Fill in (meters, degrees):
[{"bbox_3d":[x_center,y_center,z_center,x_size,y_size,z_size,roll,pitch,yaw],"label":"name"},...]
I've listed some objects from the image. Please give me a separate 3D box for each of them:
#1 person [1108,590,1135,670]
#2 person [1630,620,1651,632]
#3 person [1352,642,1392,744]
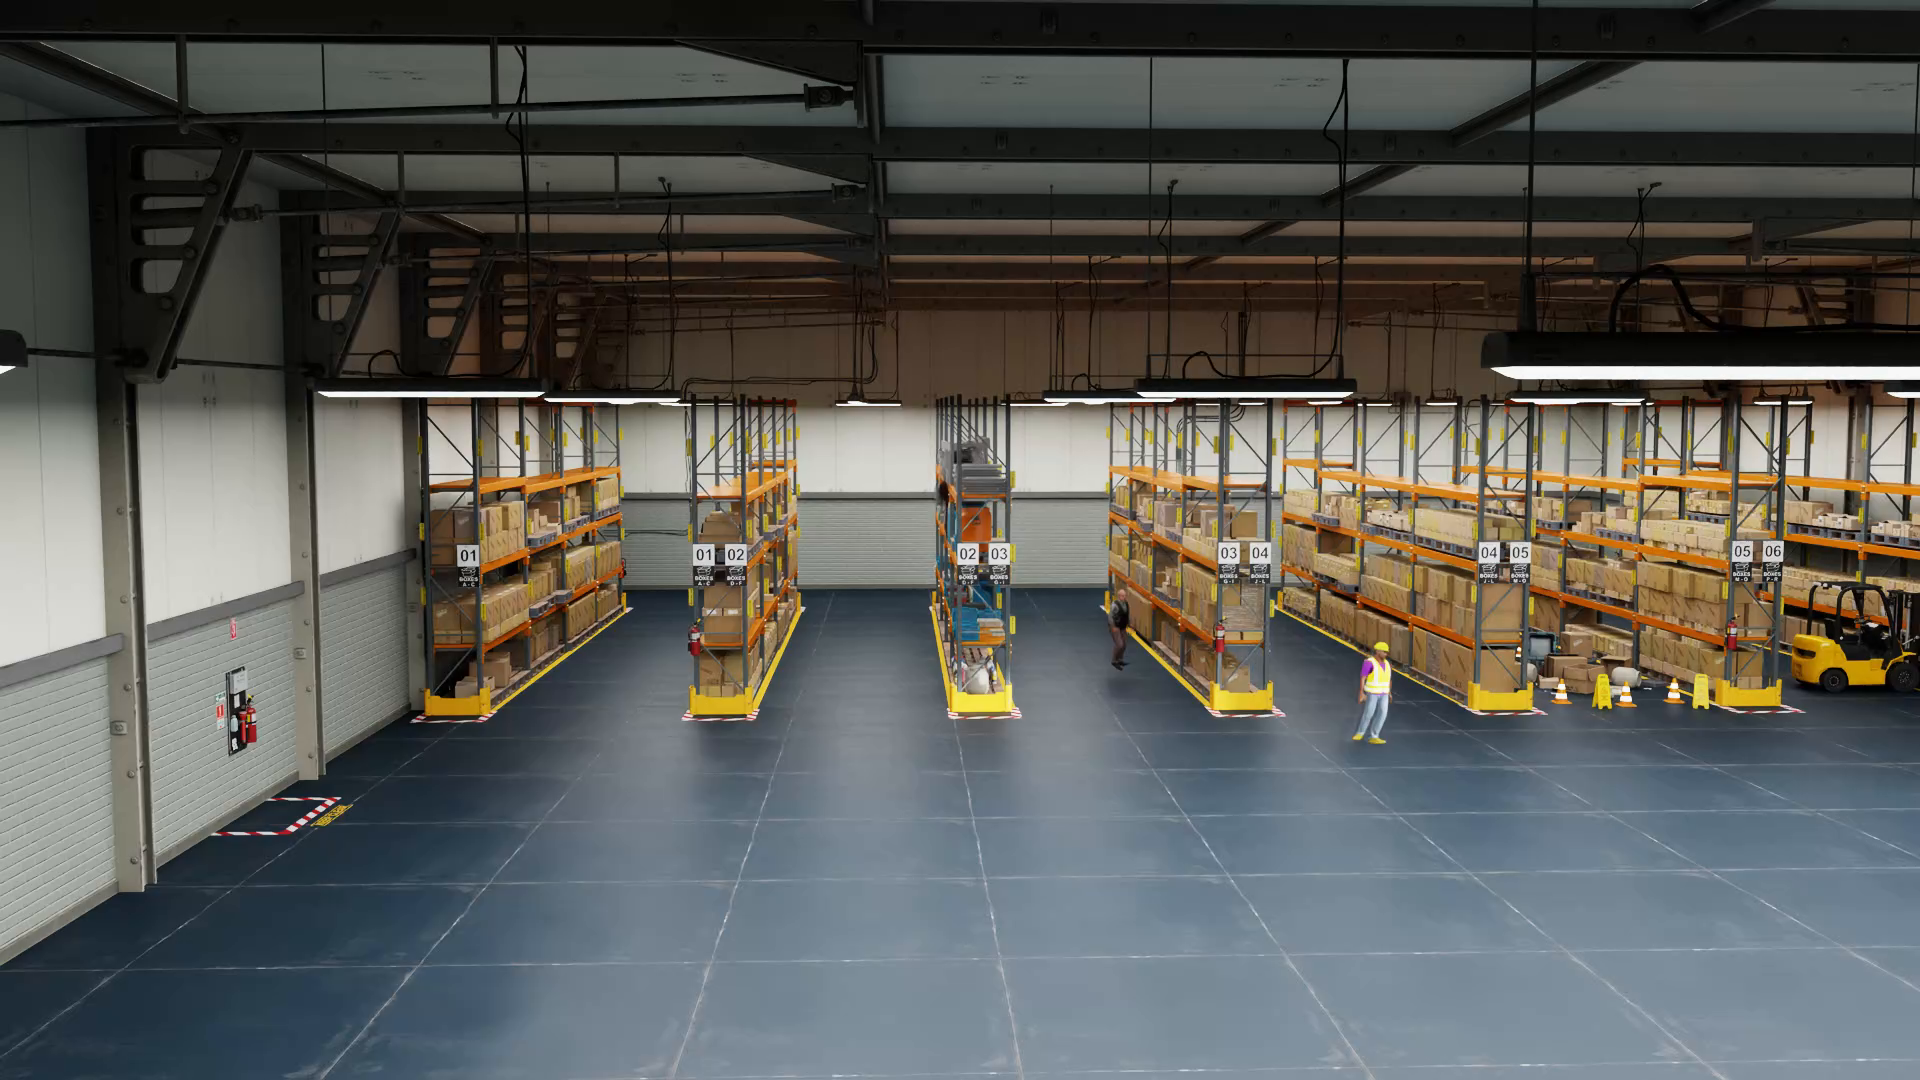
[{"bbox_3d":[3.347,1.882,35.084,0.659,1.716,0.566,-4,6,-43],"label":"person"},{"bbox_3d":[16.884,1.616,41.125,0.651,1.746,0.976,-1,5,-8],"label":"person"},{"bbox_3d":[7.059,2.610,28.441,0.675,1.749,0.489,-2,5,-26],"label":"person"}]
